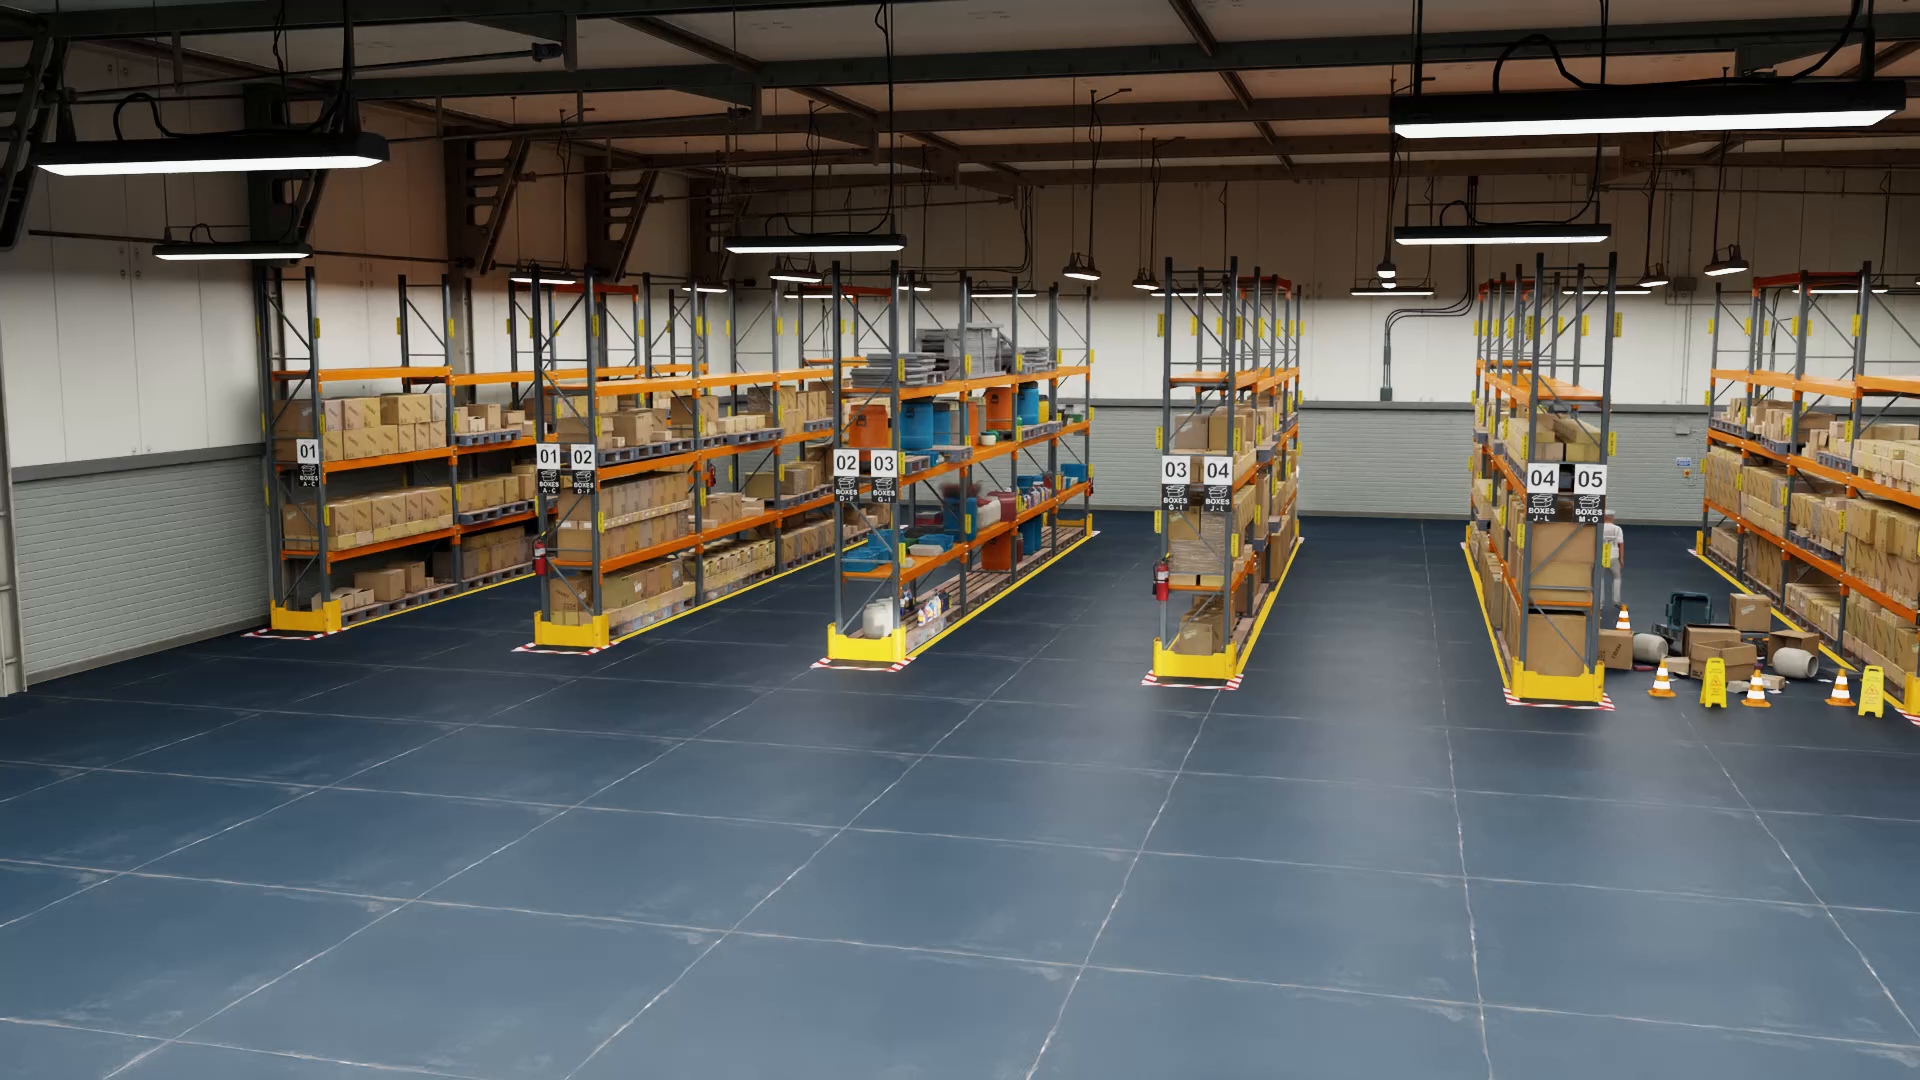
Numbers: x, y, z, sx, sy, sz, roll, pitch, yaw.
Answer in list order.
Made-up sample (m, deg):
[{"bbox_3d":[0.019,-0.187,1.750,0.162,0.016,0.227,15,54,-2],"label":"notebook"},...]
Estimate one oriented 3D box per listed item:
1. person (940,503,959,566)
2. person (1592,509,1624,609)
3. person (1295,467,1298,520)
[{"bbox_3d":[-0.198,-0.303,35.344,0.534,1.615,1.034,2,7,12],"label":"person"},{"bbox_3d":[11.702,0.350,29.938,0.664,1.789,0.500,3,8,20],"label":"person"},{"bbox_3d":[8.497,-1.319,42.975,0.498,1.802,0.622,-2,7,-13],"label":"person"}]
